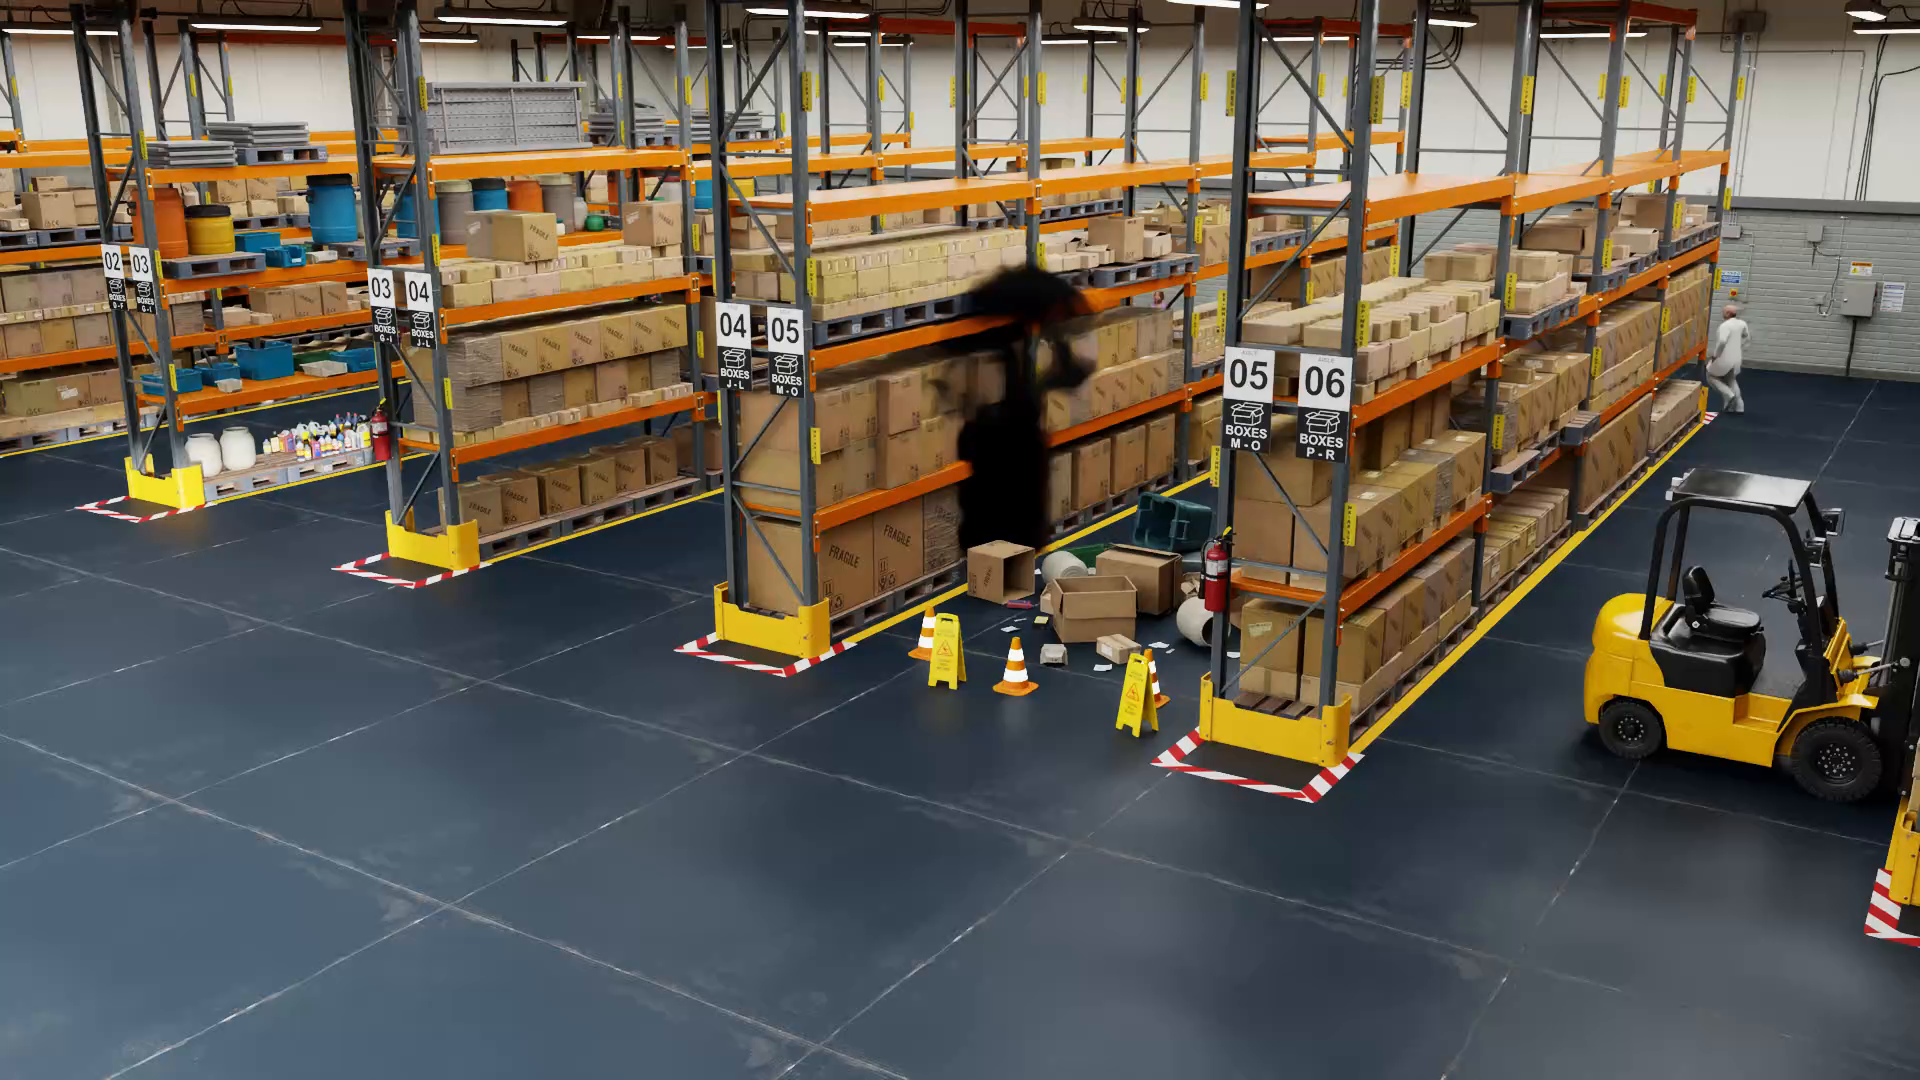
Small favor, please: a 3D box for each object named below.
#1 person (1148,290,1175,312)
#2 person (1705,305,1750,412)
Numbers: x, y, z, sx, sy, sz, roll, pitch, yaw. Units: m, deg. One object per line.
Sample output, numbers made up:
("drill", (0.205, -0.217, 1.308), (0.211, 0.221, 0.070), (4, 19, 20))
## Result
("person", (3.471, -3.587, 29.126), (0.508, 1.604, 0.667), (7, 17, 24))
("person", (12.130, -2.874, 26.354), (0.771, 1.720, 0.583), (-6, 17, -22))
